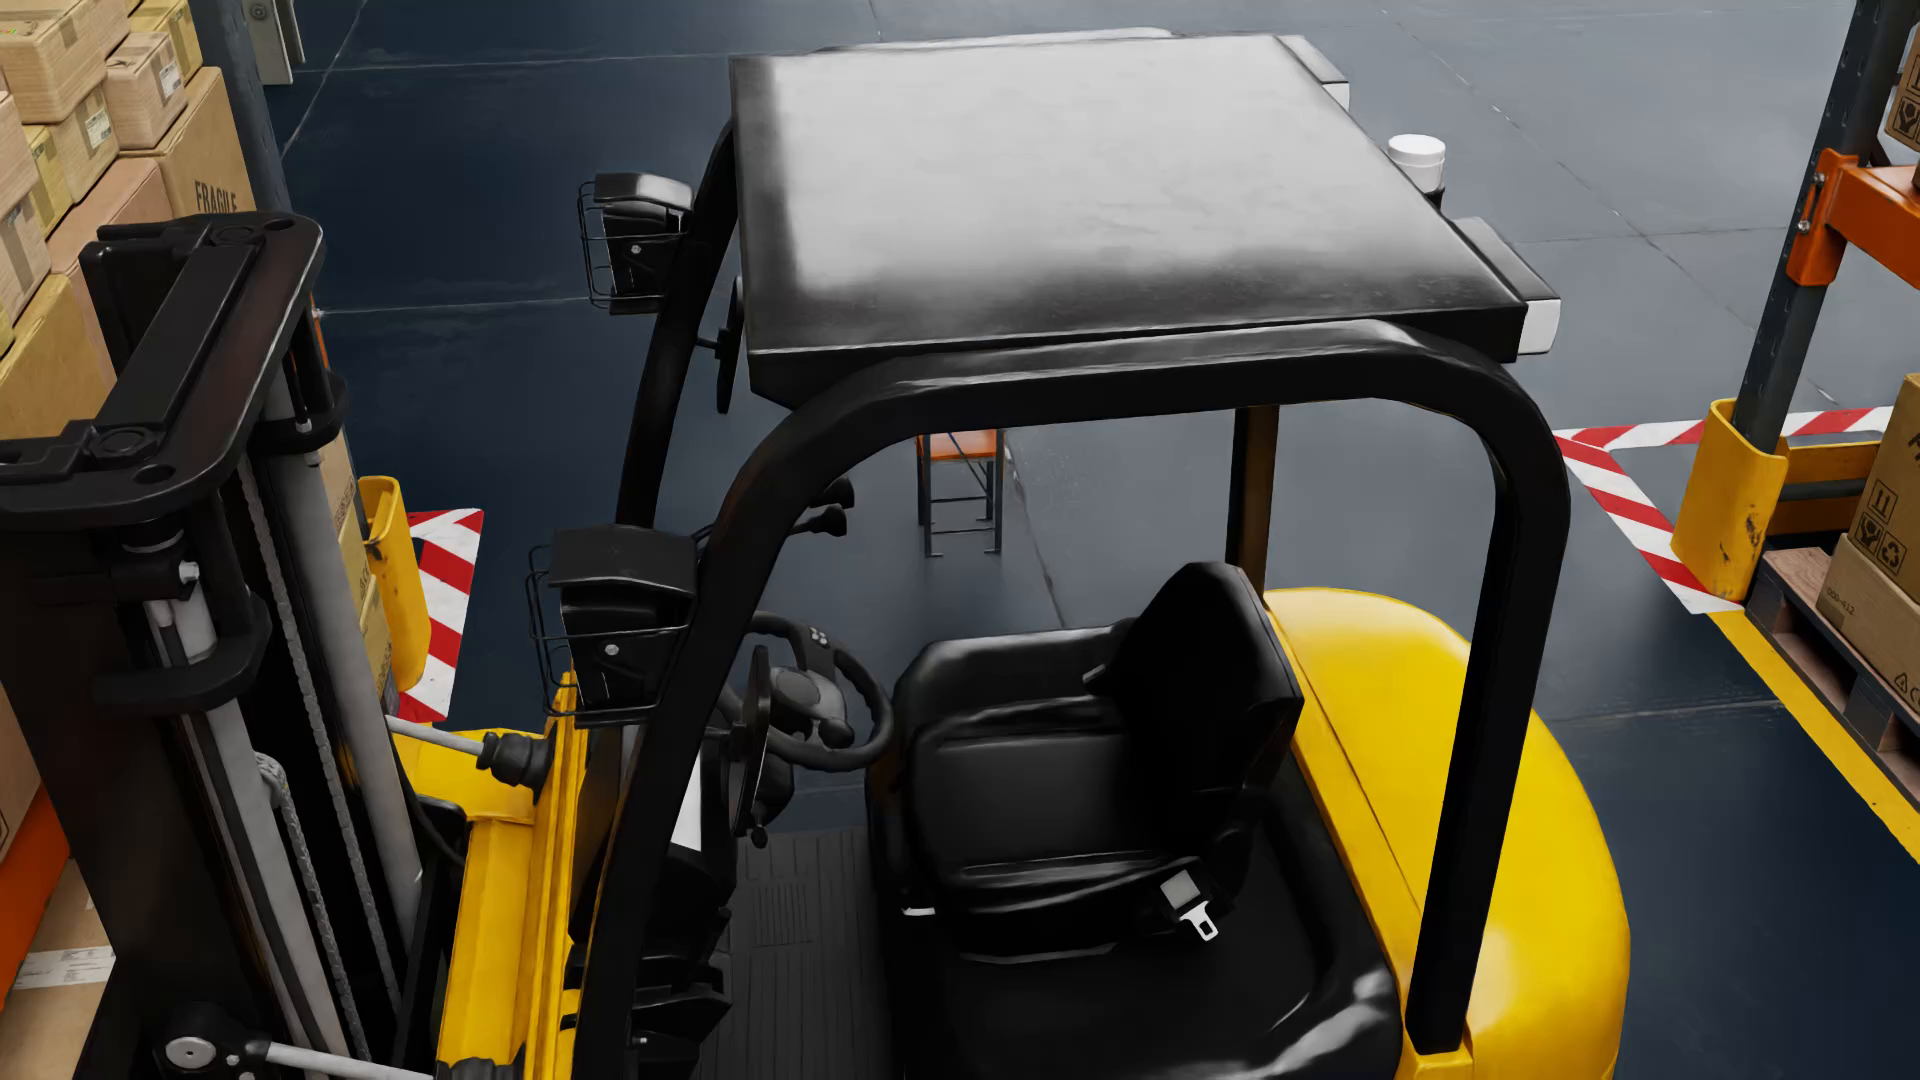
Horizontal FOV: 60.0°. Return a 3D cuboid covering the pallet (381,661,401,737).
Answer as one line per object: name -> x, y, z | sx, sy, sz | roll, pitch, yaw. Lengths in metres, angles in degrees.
pallet -> -1.962, 0.720, 4.006 | 1.003, 0.211, 1.213 | -4, 35, -6

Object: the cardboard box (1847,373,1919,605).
cardboard box -> 2.650, -0.097, 4.131 | 0.500, 0.500, 0.500 | -5, 35, -8

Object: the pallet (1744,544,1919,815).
pallet -> 2.896, 0.417, 4.451 | 1.003, 0.211, 1.213 | -4, 35, -6

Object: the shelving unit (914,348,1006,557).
shelving unit -> -0.002, -0.504, 4.924 | 0.258, 1.200, 0.189 | -4, 35, -6

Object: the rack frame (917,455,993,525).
rack frame -> -0.014, -0.555, 4.999 | 0.240, 1.200, 0.006 | -4, 35, -6

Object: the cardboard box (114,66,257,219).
cardboard box -> -1.780, -0.643, 3.440 | 0.500, 0.500, 0.500 | -5, 35, -7

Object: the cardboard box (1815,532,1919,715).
cardboard box -> 2.646, 0.200, 4.362 | 0.500, 0.250, 0.500 | -5, 35, -7

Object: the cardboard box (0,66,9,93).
cardboard box -> -1.763, -0.681, 2.656 | 0.380, 0.149, 0.250 | -4, 34, -6

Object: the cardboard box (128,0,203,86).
cardboard box -> -1.782, -0.993, 3.379 | 0.380, 0.149, 0.250 | -4, 34, -6

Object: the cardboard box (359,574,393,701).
cardboard box -> -1.730, 0.345, 4.149 | 0.500, 0.250, 0.500 | -4, 34, -6

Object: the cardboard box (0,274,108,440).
cardboard box -> -1.650, -0.066, 2.595 | 0.500, 0.500, 0.500 | -5, 35, -7

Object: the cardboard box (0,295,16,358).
cardboard box -> -1.585, -0.279, 2.331 | 0.380, 0.149, 0.250 | -4, 34, -6

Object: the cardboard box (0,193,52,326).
cardboard box -> -1.639, -0.419, 2.536 | 0.380, 0.149, 0.250 | -5, 35, -8

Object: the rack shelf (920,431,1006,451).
rack shelf -> -0.002, -0.368, 5.017 | 0.258, 0.103, 0.180 | -4, 35, -6

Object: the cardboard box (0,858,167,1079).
cardboard box -> -1.522, 0.776, 2.629 | 0.500, 0.250, 0.500 | -5, 35, -7

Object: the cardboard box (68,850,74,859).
cardboard box -> -1.583, 0.492, 3.045 | 0.500, 0.250, 0.500 | -4, 34, -6

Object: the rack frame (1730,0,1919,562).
rack frame -> 2.812, -1.234, 4.397 | 1.000, 3.000, 0.127 | -4, 35, -6

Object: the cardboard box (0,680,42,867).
cardboard box -> -1.571, 0.213, 2.185 | 0.500, 0.500, 0.500 | -4, 34, -6

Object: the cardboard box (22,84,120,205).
cardboard box -> -1.744, -0.703, 2.954 | 0.380, 0.149, 0.250 | -4, 34, -5

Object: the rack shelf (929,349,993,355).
rack shelf -> -0.002, -0.566, 4.881 | 0.258, 0.103, 0.180 | -4, 35, -6

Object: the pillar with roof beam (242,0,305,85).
pillar with roof beam -> 0.553, -6.552, 6.874 | 9.100, 9.000, 0.400 | -4, 35, -6

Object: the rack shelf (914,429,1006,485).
rack shelf -> -0.002, -0.269, 5.084 | 0.258, 0.103, 0.180 | -4, 35, -6

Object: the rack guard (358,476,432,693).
rack guard -> -2.109, 0.164, 4.566 | 1.175, 0.500, 0.348 | -4, 35, -6

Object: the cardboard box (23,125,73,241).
cardboard box -> -1.722, -0.564, 2.749 | 0.380, 0.149, 0.250 | -5, 35, -7

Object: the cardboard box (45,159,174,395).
cardboard box -> -1.719, -0.352, 3.015 | 0.500, 0.500, 0.500 | -3, 34, -5

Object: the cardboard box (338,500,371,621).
cardboard box -> -1.731, 0.148, 3.994 | 0.500, 0.250, 0.500 | -5, 35, -7

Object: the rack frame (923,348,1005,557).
rack frame -> 0.010, -0.453, 4.849 | 0.240, 1.200, 0.006 | -4, 35, -6

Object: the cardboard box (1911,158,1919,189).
cardboard box -> 2.653, -0.925, 4.167 | 0.380, 0.149, 0.250 | -4, 35, -6

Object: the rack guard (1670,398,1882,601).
rack guard -> 2.822, -0.159, 5.039 | 1.175, 0.500, 0.348 | -4, 35, -6

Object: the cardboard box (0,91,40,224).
cardboard box -> -1.618, -0.544, 2.455 | 0.380, 0.149, 0.250 | -4, 34, -5

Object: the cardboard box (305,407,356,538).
cardboard box -> -1.735, -0.073, 3.874 | 0.500, 0.250, 0.500 | -3, 34, -5

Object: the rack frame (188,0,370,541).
rack frame -> -2.106, -0.856, 3.842 | 1.000, 3.000, 0.127 | -4, 35, -6

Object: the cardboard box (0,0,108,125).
cardboard box -> -1.723, -0.825, 2.868 | 0.380, 0.149, 0.250 | -4, 34, -5

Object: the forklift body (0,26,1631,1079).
forklift body -> -0.043, 0.415, 2.731 | 2.313, 2.155, 1.214 | -4, 35, -6

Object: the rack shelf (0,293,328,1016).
rack shelf -> -1.837, 0.557, 2.407 | 1.077, 0.370, 4.000 | -4, 35, -6

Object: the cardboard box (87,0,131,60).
cardboard box -> -1.785, -0.969, 3.079 | 0.380, 0.149, 0.250 | -4, 35, -6

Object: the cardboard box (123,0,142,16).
cardboard box -> -1.849, -1.104, 3.278 | 0.380, 0.149, 0.250 | -4, 35, -6

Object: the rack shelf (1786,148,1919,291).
rack shelf -> 3.081, 0.179, 2.962 | 1.077, 0.370, 4.000 | -4, 35, -6

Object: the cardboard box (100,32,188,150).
cardboard box -> -1.718, -0.853, 3.173 | 0.380, 0.149, 0.250 | -4, 34, -6

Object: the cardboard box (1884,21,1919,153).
cardboard box -> 2.601, -1.113, 3.866 | 0.500, 0.500, 0.500 | -5, 35, -7
